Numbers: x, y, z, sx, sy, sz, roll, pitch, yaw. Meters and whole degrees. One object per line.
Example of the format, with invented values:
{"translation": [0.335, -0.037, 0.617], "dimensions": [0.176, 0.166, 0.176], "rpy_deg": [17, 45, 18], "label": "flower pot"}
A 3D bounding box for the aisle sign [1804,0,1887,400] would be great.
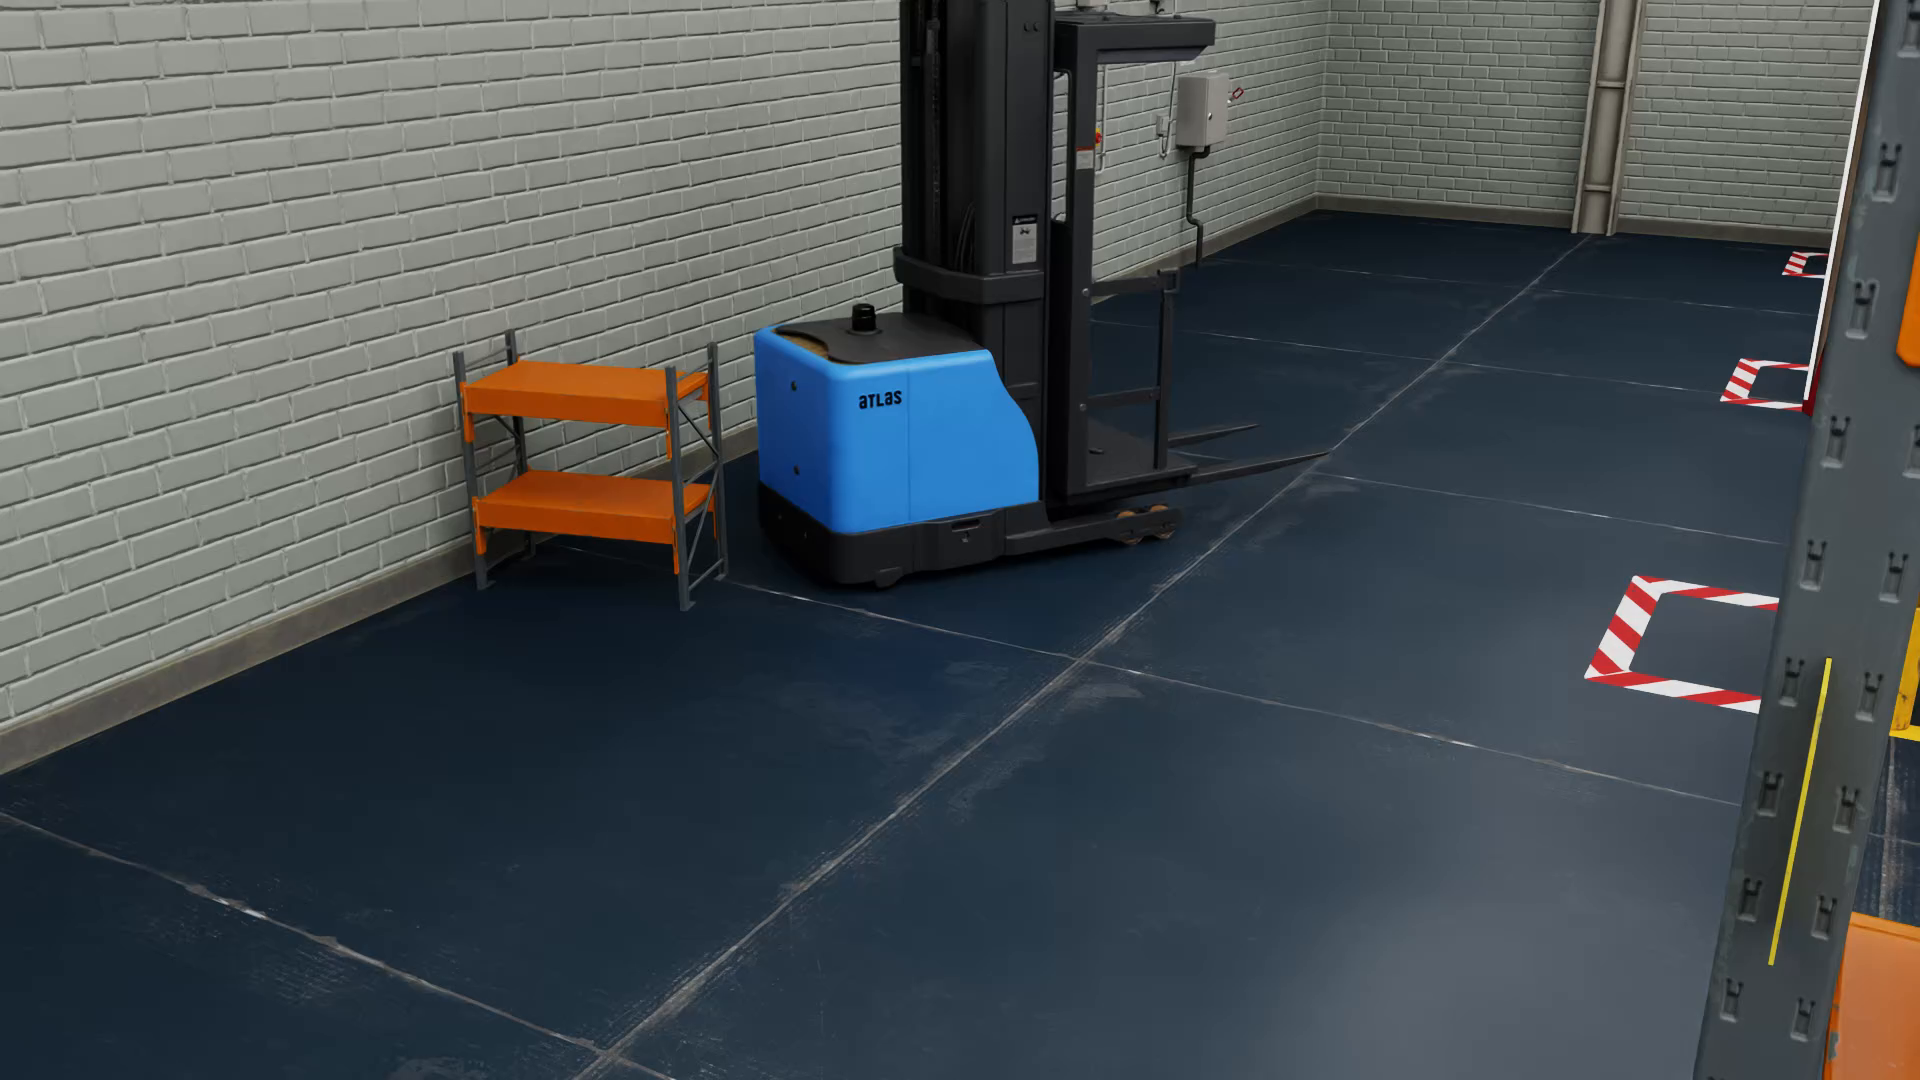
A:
{"translation": [0.963, -0.573, 1.733], "dimensions": [0.004, 0.787, 0.394], "rpy_deg": [11, 23, 27], "label": "aisle sign"}

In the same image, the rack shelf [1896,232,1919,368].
{"translation": [2.918, -0.167, 1.084], "dimensions": [4.000, 0.370, 1.077], "rpy_deg": [11, 23, 27], "label": "rack shelf"}

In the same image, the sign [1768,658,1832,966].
{"translation": [0.897, 0.292, 1.775], "dimensions": [0.005, 0.325, 0.100], "rpy_deg": [11, 23, 27], "label": "sign"}

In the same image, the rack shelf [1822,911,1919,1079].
{"translation": [2.918, 1.243, 1.595], "dimensions": [4.000, 0.370, 1.077], "rpy_deg": [11, 23, 27], "label": "rack shelf"}

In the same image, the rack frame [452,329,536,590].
{"translation": [-2.165, -0.379, 7.759], "dimensions": [0.032, 1.125, 0.500], "rpy_deg": [5, 21, 14], "label": "rack frame"}

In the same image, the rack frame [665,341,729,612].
{"translation": [-1.182, -0.290, 7.515], "dimensions": [0.032, 1.125, 0.500], "rpy_deg": [5, 21, 14], "label": "rack frame"}

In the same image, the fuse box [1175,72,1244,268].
{"translation": [2.223, -3.304, 14.965], "dimensions": [0.414, 1.711, 0.539], "rpy_deg": [11, 23, 27], "label": "fuse box"}

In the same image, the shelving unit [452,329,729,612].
{"translation": [-1.673, -0.334, 7.637], "dimensions": [1.048, 1.125, 0.538], "rpy_deg": [5, 21, 14], "label": "shelving unit"}

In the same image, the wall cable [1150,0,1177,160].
{"translation": [1.753, -4.211, 14.084], "dimensions": [0.122, 1.984, 0.588], "rpy_deg": [11, 23, 27], "label": "wall cable"}

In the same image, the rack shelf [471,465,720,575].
{"translation": [-1.673, -0.104, 7.721], "dimensions": [1.000, 0.278, 0.538], "rpy_deg": [5, 21, 14], "label": "rack shelf"}

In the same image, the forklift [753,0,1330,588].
{"translation": [0.527, -1.500, 8.203], "dimensions": [3.031, 2.935, 1.130], "rpy_deg": [-11, 22, -27], "label": "forklift"}

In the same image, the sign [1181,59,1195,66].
{"translation": [2.015, -4.316, 14.654], "dimensions": [0.001, 0.242, 0.339], "rpy_deg": [11, 23, 27], "label": "sign"}

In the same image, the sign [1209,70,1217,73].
{"translation": [2.283, -4.047, 15.262], "dimensions": [0.001, 0.494, 0.329], "rpy_deg": [11, 23, 27], "label": "sign"}

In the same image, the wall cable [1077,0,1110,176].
{"translation": [1.071, -3.801, 12.910], "dimensions": [0.123, 1.953, 0.585], "rpy_deg": [11, 23, 27], "label": "wall cable"}

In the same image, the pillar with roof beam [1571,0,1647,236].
{"translation": [4.409, -6.112, 12.018], "dimensions": [0.400, 9.000, 9.100], "rpy_deg": [11, 23, 27], "label": "pillar with roof beam"}

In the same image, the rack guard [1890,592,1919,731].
{"translation": [3.746, 0.300, 6.805], "dimensions": [0.348, 0.500, 1.175], "rpy_deg": [11, 23, 27], "label": "rack guard"}

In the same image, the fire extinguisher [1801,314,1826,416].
{"translation": [3.685, -0.855, 6.985], "dimensions": [0.183, 0.674, 0.296], "rpy_deg": [11, 23, 27], "label": "fire extinguisher"}

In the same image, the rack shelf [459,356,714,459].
{"translation": [-1.673, -0.609, 7.537], "dimensions": [1.000, 0.278, 0.538], "rpy_deg": [5, 21, 14], "label": "rack shelf"}
